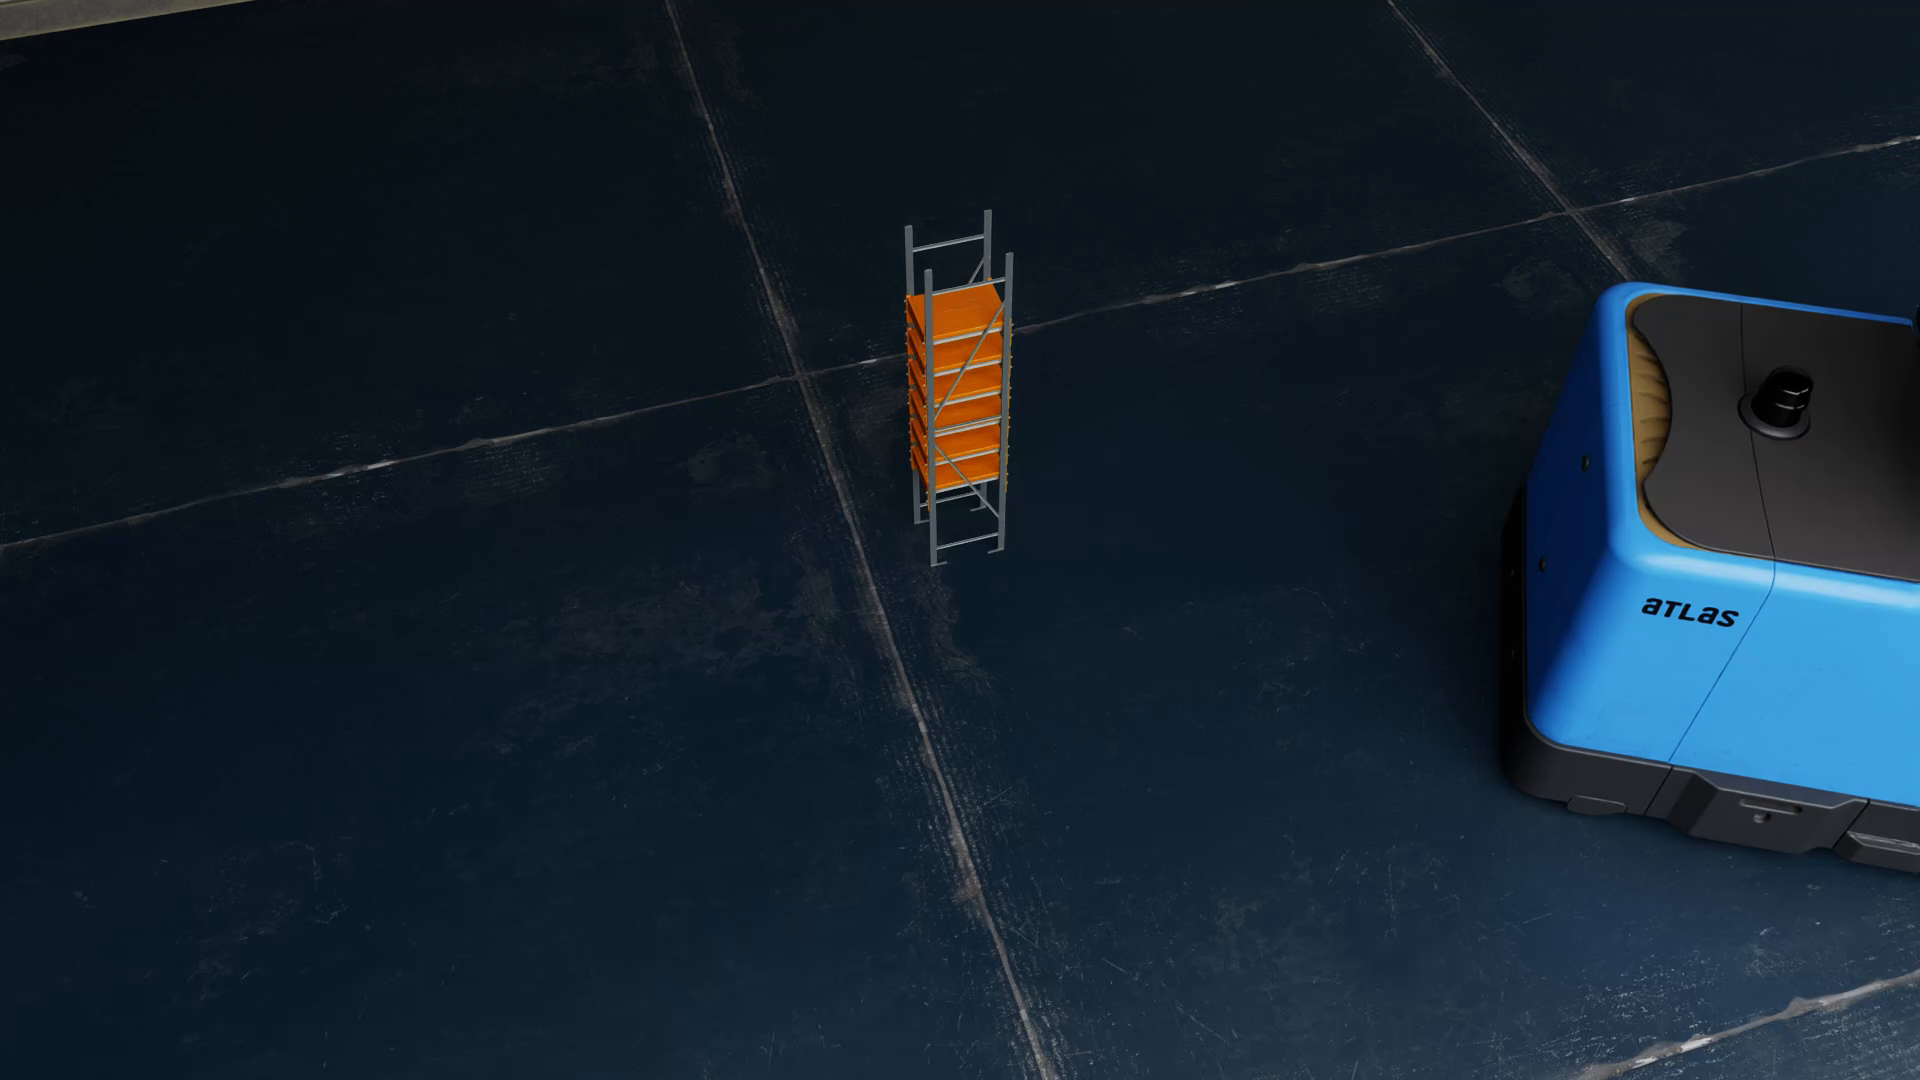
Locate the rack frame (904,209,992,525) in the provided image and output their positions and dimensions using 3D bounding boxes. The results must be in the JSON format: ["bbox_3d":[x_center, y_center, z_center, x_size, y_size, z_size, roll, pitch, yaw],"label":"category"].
[{"bbox_3d":[-0.031,-0.464,4.857,0.240,1.200,0.006,-13,51,-11],"label":"rack frame"}]

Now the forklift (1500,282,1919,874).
[{"bbox_3d":[3.078,-0.358,3.634,3.031,2.935,1.130,9,51,8],"label":"forklift"}]

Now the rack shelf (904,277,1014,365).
[{"bbox_3d":[-0.004,-0.601,4.559,0.258,0.103,0.180,-13,51,-11],"label":"rack shelf"}]

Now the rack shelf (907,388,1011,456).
[{"bbox_3d":[-0.004,-0.369,4.834,0.258,0.103,0.180,-13,51,-11],"label":"rack shelf"}]

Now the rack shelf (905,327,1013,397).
[{"bbox_3d":[-0.004,-0.523,4.651,0.258,0.103,0.180,-13,51,-11],"label":"rack shelf"}]

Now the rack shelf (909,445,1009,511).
[{"bbox_3d":[-0.004,-0.214,5.018,0.258,0.103,0.180,-13,51,-11],"label":"rack shelf"}]

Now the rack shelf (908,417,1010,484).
[{"bbox_3d":[-0.004,-0.291,4.926,0.258,0.103,0.180,-13,51,-11],"label":"rack shelf"}]

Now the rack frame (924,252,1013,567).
[{"bbox_3d":[0.023,-0.330,4.744,0.240,1.200,0.006,-13,51,-11],"label":"rack frame"}]

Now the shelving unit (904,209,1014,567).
[{"bbox_3d":[-0.004,-0.397,4.800,0.258,1.200,0.189,-13,51,-11],"label":"shelving unit"}]

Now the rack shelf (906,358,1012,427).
[{"bbox_3d":[-0.004,-0.446,4.742,0.258,0.103,0.180,-13,51,-11],"label":"rack shelf"}]
